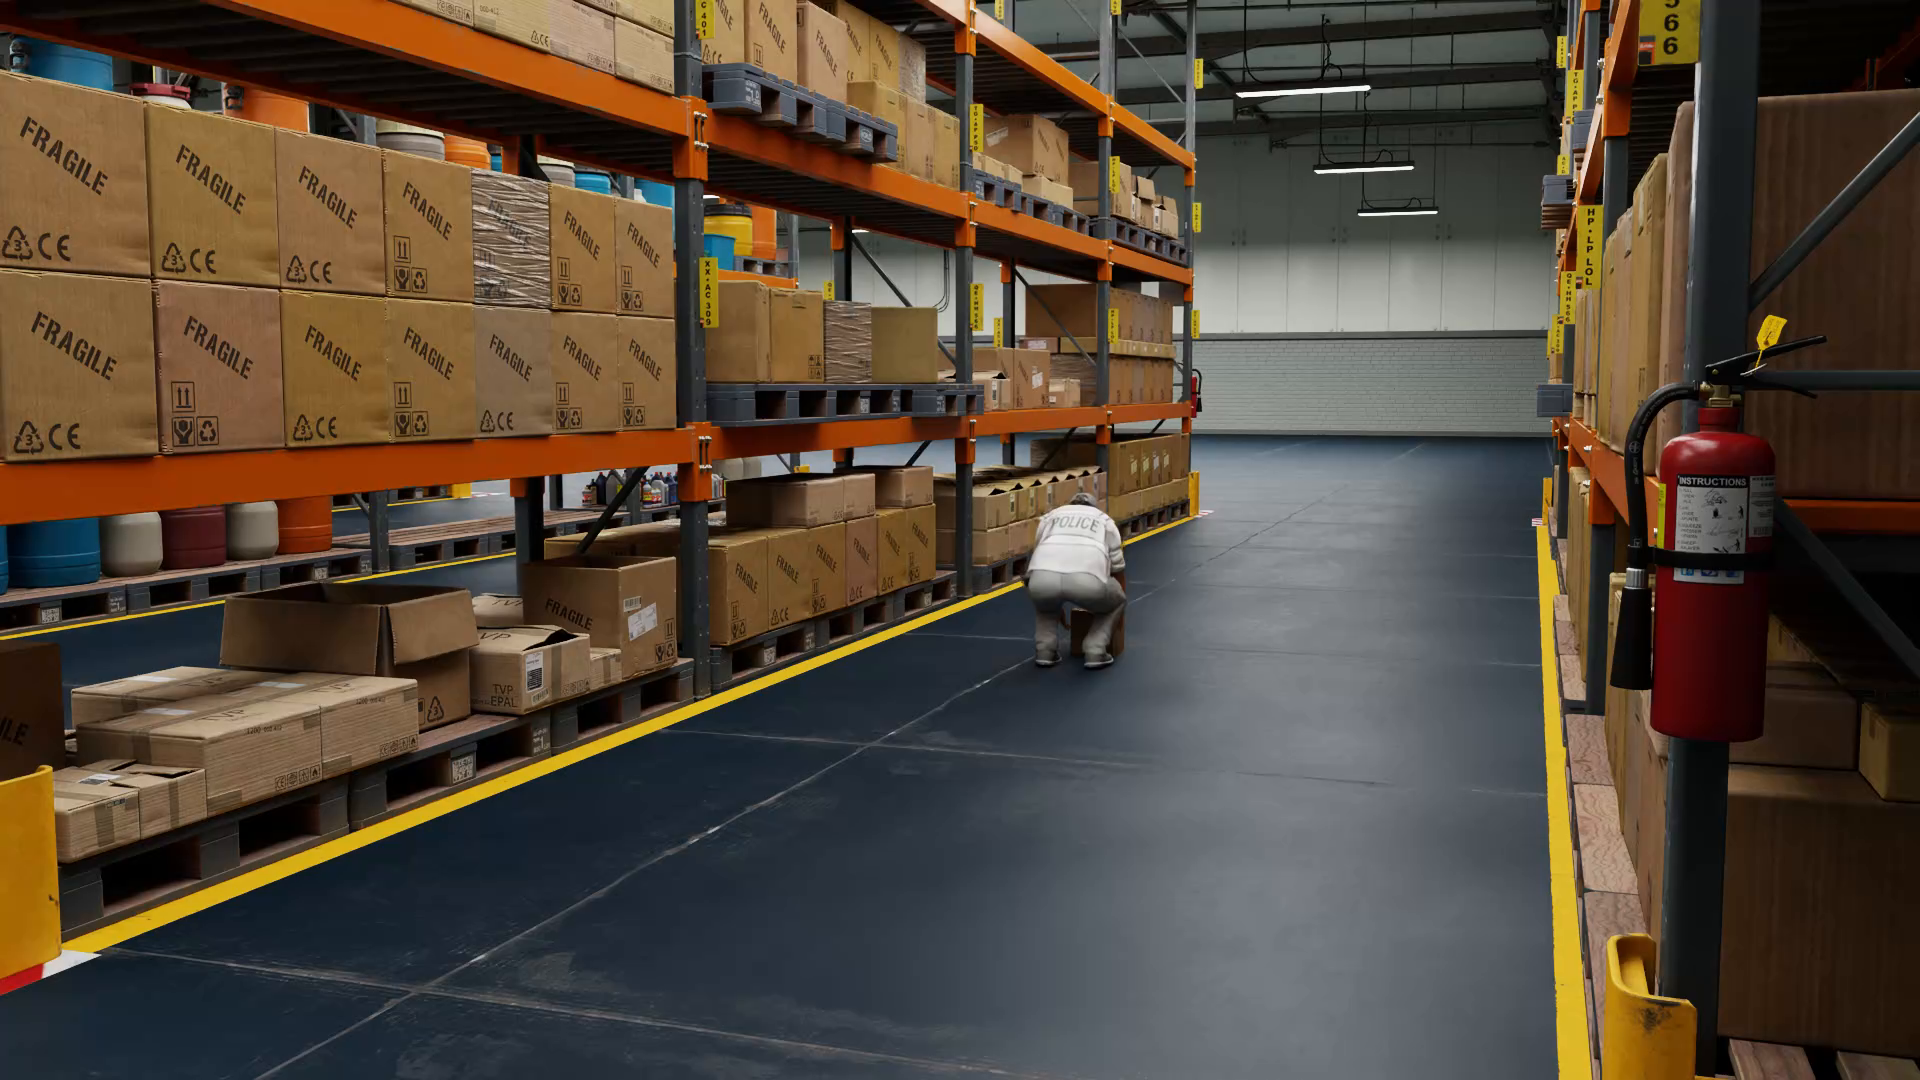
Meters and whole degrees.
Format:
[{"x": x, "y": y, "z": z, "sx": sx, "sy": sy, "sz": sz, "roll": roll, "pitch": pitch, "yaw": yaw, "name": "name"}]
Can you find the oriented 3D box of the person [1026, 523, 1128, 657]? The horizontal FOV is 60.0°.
[{"x": 0.651, "y": 0.313, "z": 9.087, "sx": 0.512, "sy": 0.777, "sz": 0.918, "roll": 2, "pitch": 6, "yaw": 17, "name": "person"}]
